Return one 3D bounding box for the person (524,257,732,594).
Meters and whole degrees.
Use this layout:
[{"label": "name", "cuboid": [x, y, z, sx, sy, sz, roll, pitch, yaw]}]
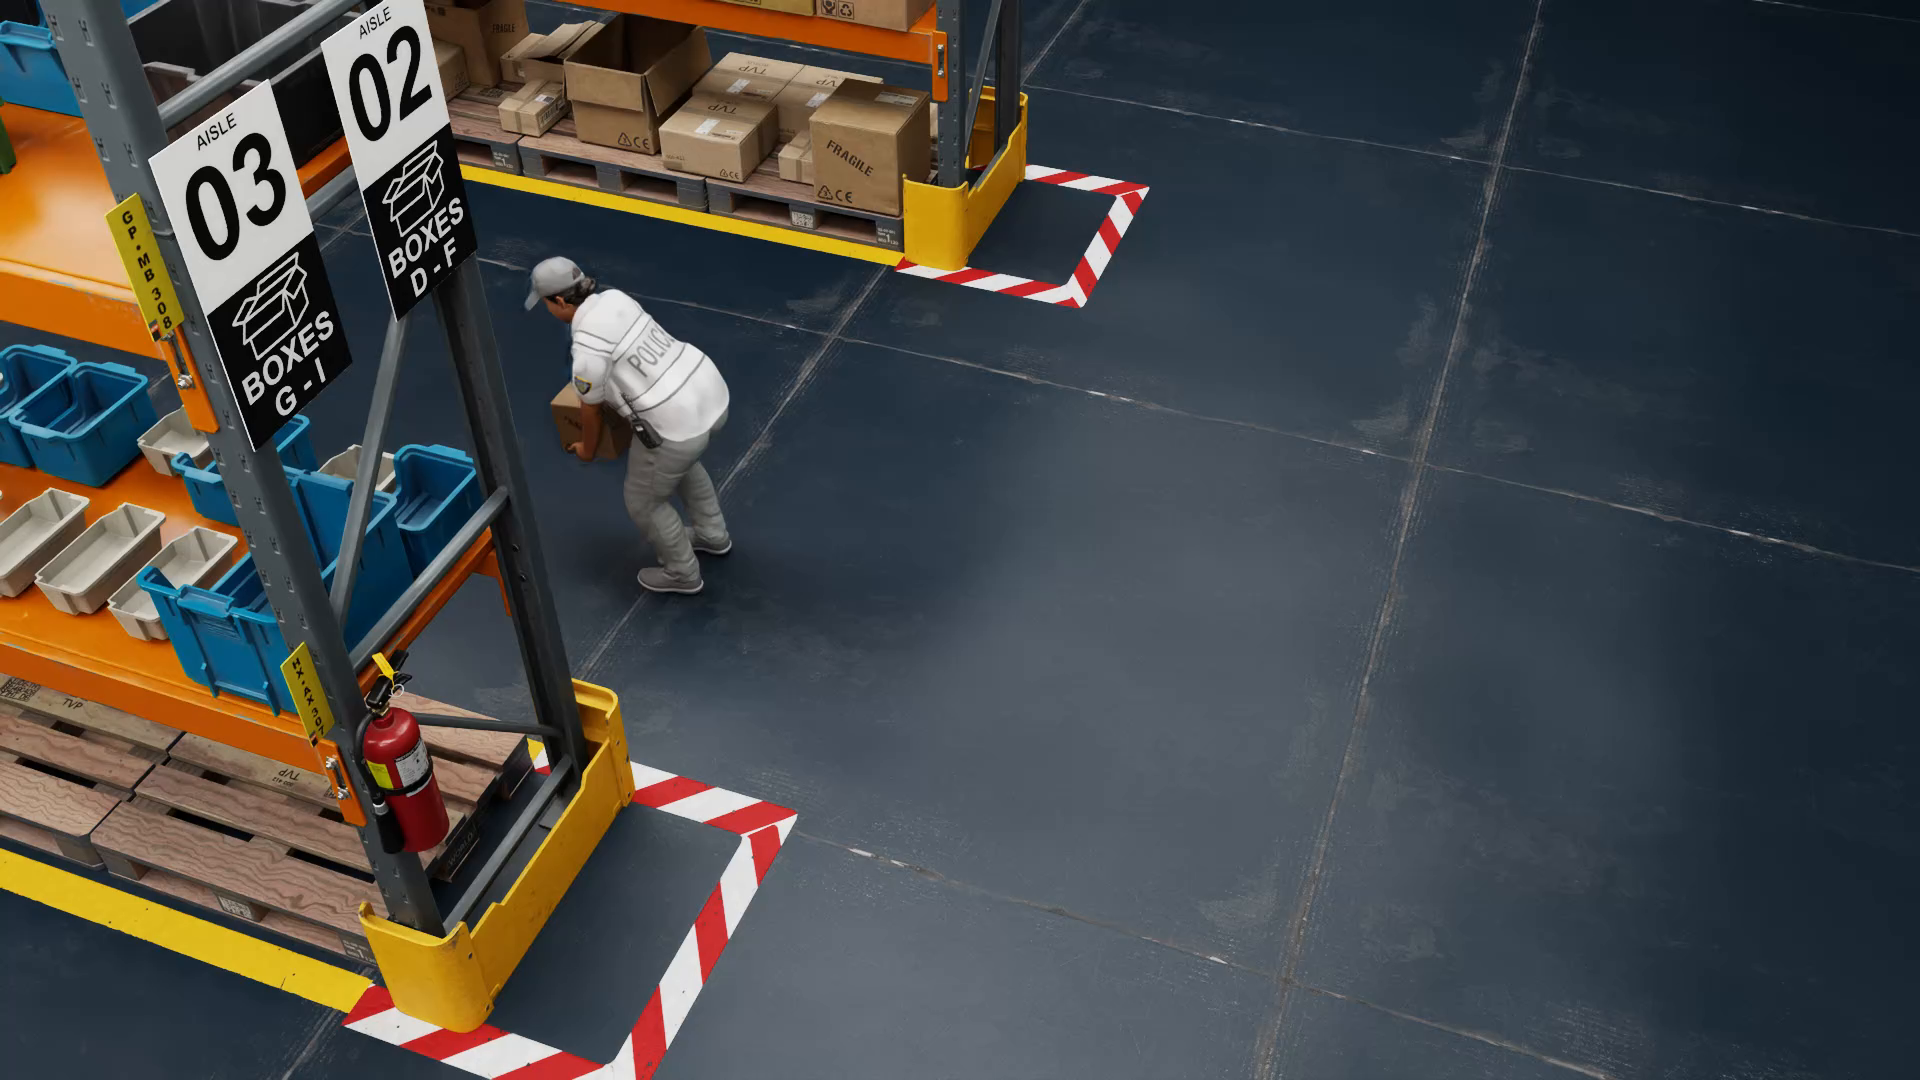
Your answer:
[{"label": "person", "cuboid": [-1.325, -0.468, 6.825, 0.772, 1.484, 0.459, 13, 43, 14]}]
